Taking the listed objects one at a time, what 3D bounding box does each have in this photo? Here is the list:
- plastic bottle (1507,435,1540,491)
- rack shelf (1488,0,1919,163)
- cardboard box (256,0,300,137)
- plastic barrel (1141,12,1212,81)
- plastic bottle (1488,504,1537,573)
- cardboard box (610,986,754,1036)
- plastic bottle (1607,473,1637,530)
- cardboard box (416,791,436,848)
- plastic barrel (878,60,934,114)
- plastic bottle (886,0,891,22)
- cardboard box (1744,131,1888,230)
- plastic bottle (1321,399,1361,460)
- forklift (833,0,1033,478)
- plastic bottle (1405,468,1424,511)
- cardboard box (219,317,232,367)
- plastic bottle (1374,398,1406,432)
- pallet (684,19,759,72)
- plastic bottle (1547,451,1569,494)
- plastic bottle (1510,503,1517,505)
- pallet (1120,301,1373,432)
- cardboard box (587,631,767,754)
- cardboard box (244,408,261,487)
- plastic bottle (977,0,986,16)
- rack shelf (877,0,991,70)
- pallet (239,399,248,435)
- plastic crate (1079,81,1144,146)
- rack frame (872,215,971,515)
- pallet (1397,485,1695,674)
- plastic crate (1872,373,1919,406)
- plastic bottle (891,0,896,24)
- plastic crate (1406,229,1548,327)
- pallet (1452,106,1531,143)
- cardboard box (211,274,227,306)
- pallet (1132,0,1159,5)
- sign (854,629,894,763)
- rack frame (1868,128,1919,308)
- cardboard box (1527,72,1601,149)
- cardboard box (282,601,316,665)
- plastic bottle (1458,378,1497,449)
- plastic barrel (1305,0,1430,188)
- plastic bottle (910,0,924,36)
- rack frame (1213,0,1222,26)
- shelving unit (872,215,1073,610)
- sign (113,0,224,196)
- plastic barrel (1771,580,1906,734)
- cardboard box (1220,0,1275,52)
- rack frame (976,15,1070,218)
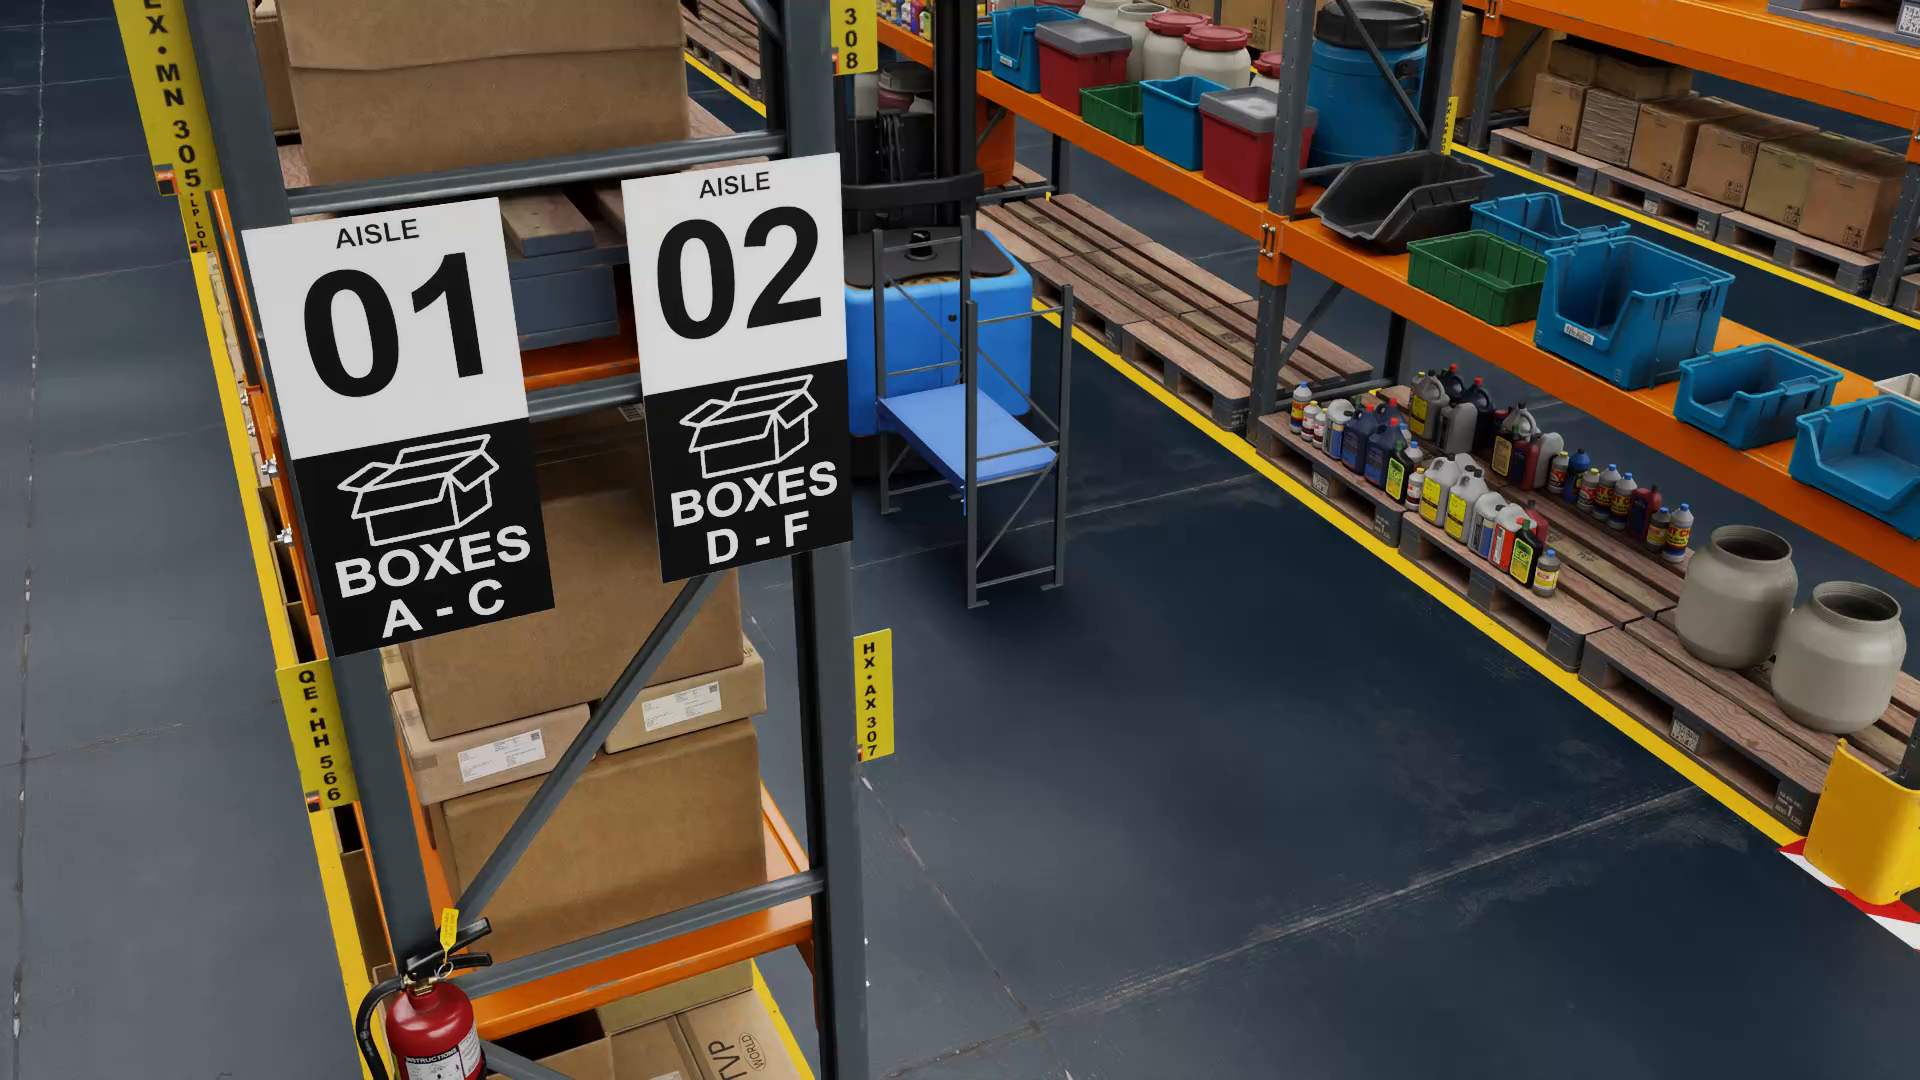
[{"bbox_3d":[2.789,-0.398,8.221,0.061,0.283,0.133,-13,32,-22],"label":"plastic bottle"},{"bbox_3d":[5.676,-3.547,12.245,1.077,0.370,4.000,-13,32,-22],"label":"rack shelf"},{"bbox_3d":[-1.429,-1.073,3.610,0.500,0.250,0.500,-13,32,-22],"label":"cardboard box"},{"bbox_3d":[1.348,-2.981,10.360,0.433,0.535,0.433,0,29,0],"label":"plastic barrel"},{"bbox_3d":[2.511,-0.011,7.538,0.152,0.276,0.135,-13,32,-22],"label":"plastic bottle"},{"bbox_3d":[-0.944,1.380,5.104,0.500,0.250,0.500,-13,32,-22],"label":"cardboard box"},{"bbox_3d":[3.135,-0.190,7.862,0.097,0.271,0.097,0,29,0],"label":"plastic bottle"},{"bbox_3d":[-1.115,0.384,4.396,0.700,0.500,0.500,-12,32,-21],"label":"cardboard box"},{"bbox_3d":[-0.366,-3.547,13.545,0.600,0.588,0.708,-13,32,-22],"label":"plastic barrel"},{"bbox_3d":[-0.514,-4.066,12.566,0.097,0.271,0.097,0,29,0],"label":"plastic bottle"},{"bbox_3d":[6.103,-2.570,11.872,0.700,0.500,0.500,-13,32,-22],"label":"cardboard box"},{"bbox_3d":[1.966,-0.572,8.538,0.152,0.276,0.135,-12,31,-20],"label":"plastic bottle"},{"bbox_3d":[-0.513,-2.311,9.375,1.130,2.935,3.031,-8,30,-14],"label":"forklift"},{"bbox_3d":[2.215,-0.252,8.044,0.097,0.201,0.097,0,29,0],"label":"plastic bottle"},{"bbox_3d":[-3.955,-1.135,9.590,0.500,0.250,0.500,-14,32,-23],"label":"cardboard box"},{"bbox_3d":[2.163,-0.561,8.442,0.144,0.351,0.185,-13,32,-22],"label":"plastic bottle"},{"bbox_3d":[-2.251,-5.112,17.150,1.003,0.211,1.213,-13,32,-22],"label":"pallet"},{"bbox_3d":[2.961,-0.339,8.198,0.097,0.201,0.097,0,29,0],"label":"plastic bottle"},{"bbox_3d":[2.556,-0.074,7.727,0.097,0.201,0.097,0,29,0],"label":"plastic bottle"},{"bbox_3d":[1.689,-1.060,9.925,1.003,0.211,1.213,-13,32,-22],"label":"pallet"},{"bbox_3d":[-0.671,0.323,3.842,0.380,0.149,0.250,-13,32,-22],"label":"cardboard box"},{"bbox_3d":[-3.076,-0.475,7.839,0.500,0.311,0.500,-12,32,-21],"label":"cardboard box"},{"bbox_3d":[0.147,-4.047,12.603,0.097,0.201,0.097,0,29,0],"label":"plastic bottle"},{"bbox_3d":[-0.514,-4.274,13.541,1.077,0.370,4.000,-13,32,-22],"label":"rack shelf"},{"bbox_3d":[-3.293,-0.540,8.997,1.003,0.211,1.213,-13,32,-22],"label":"pallet"},{"bbox_3d":[1.059,-2.555,9.957,0.450,0.188,0.662,-13,32,-22],"label":"plastic crate"},{"bbox_3d":[-0.182,-0.841,8.216,0.500,1.500,0.032,-13,32,-22],"label":"rack frame"},{"bbox_3d":[2.840,0.124,7.814,1.003,0.211,1.213,-13,32,-22],"label":"pallet"},{"bbox_3d":[3.685,-0.519,6.378,0.298,0.136,0.250,-13,32,-22],"label":"plastic crate"},{"bbox_3d":[-0.472,-3.993,12.507,0.097,0.201,0.097,0,29,0],"label":"plastic bottle"},{"bbox_3d":[2.389,-1.186,7.515,0.450,0.188,0.662,-13,32,-22],"label":"plastic crate"},{"bbox_3d":[4.547,-3.892,14.976,1.003,0.211,1.213,-13,32,-22],"label":"pallet"},{"bbox_3d":[-3.938,-1.371,9.437,0.500,0.311,0.500,-14,32,-23],"label":"cardboard box"},{"bbox_3d":[2.317,-6.187,19.068,1.003,0.211,1.213,-13,32,-22],"label":"pallet"},{"bbox_3d":[-0.193,0.342,3.608,0.100,0.325,0.005,-13,32,-22],"label":"sign"},{"bbox_3d":[6.535,-2.978,10.493,1.000,3.000,0.127,-13,32,-22],"label":"rack frame"},{"bbox_3d":[5.123,-3.554,13.628,0.700,0.500,0.500,-15,33,-25],"label":"cardboard box"},{"bbox_3d":[-2.068,0.502,5.903,0.500,0.500,0.500,-13,32,-22],"label":"cardboard box"},{"bbox_3d":[2.681,-0.665,8.628,0.144,0.351,0.185,-15,32,-24],"label":"plastic bottle"},{"bbox_3d":[2.169,-2.391,8.934,0.600,0.901,0.708,-13,32,-22],"label":"plastic barrel"},{"bbox_3d":[-0.314,-3.845,12.159,0.061,0.283,0.133,-13,32,-22],"label":"plastic bottle"},{"bbox_3d":[3.100,-6.512,16.795,1.000,3.000,0.127,-13,32,-22],"label":"rack frame"},{"bbox_3d":[0.037,-0.616,7.816,0.538,1.500,1.048,-13,32,-22],"label":"shelving unit"},{"bbox_3d":[-1.193,-0.685,2.513,0.100,0.325,0.005,-13,32,-22],"label":"sign"},{"bbox_3d":[3.427,0.457,6.483,0.421,0.512,0.421,0,29,0],"label":"plastic barrel"},{"bbox_3d":[3.393,-5.489,16.716,1.225,0.875,0.875,-13,32,-22],"label":"cardboard box"},{"bbox_3d":[0.344,-3.705,11.790,1.000,3.000,0.127,-13,32,-22],"label":"rack frame"}]
